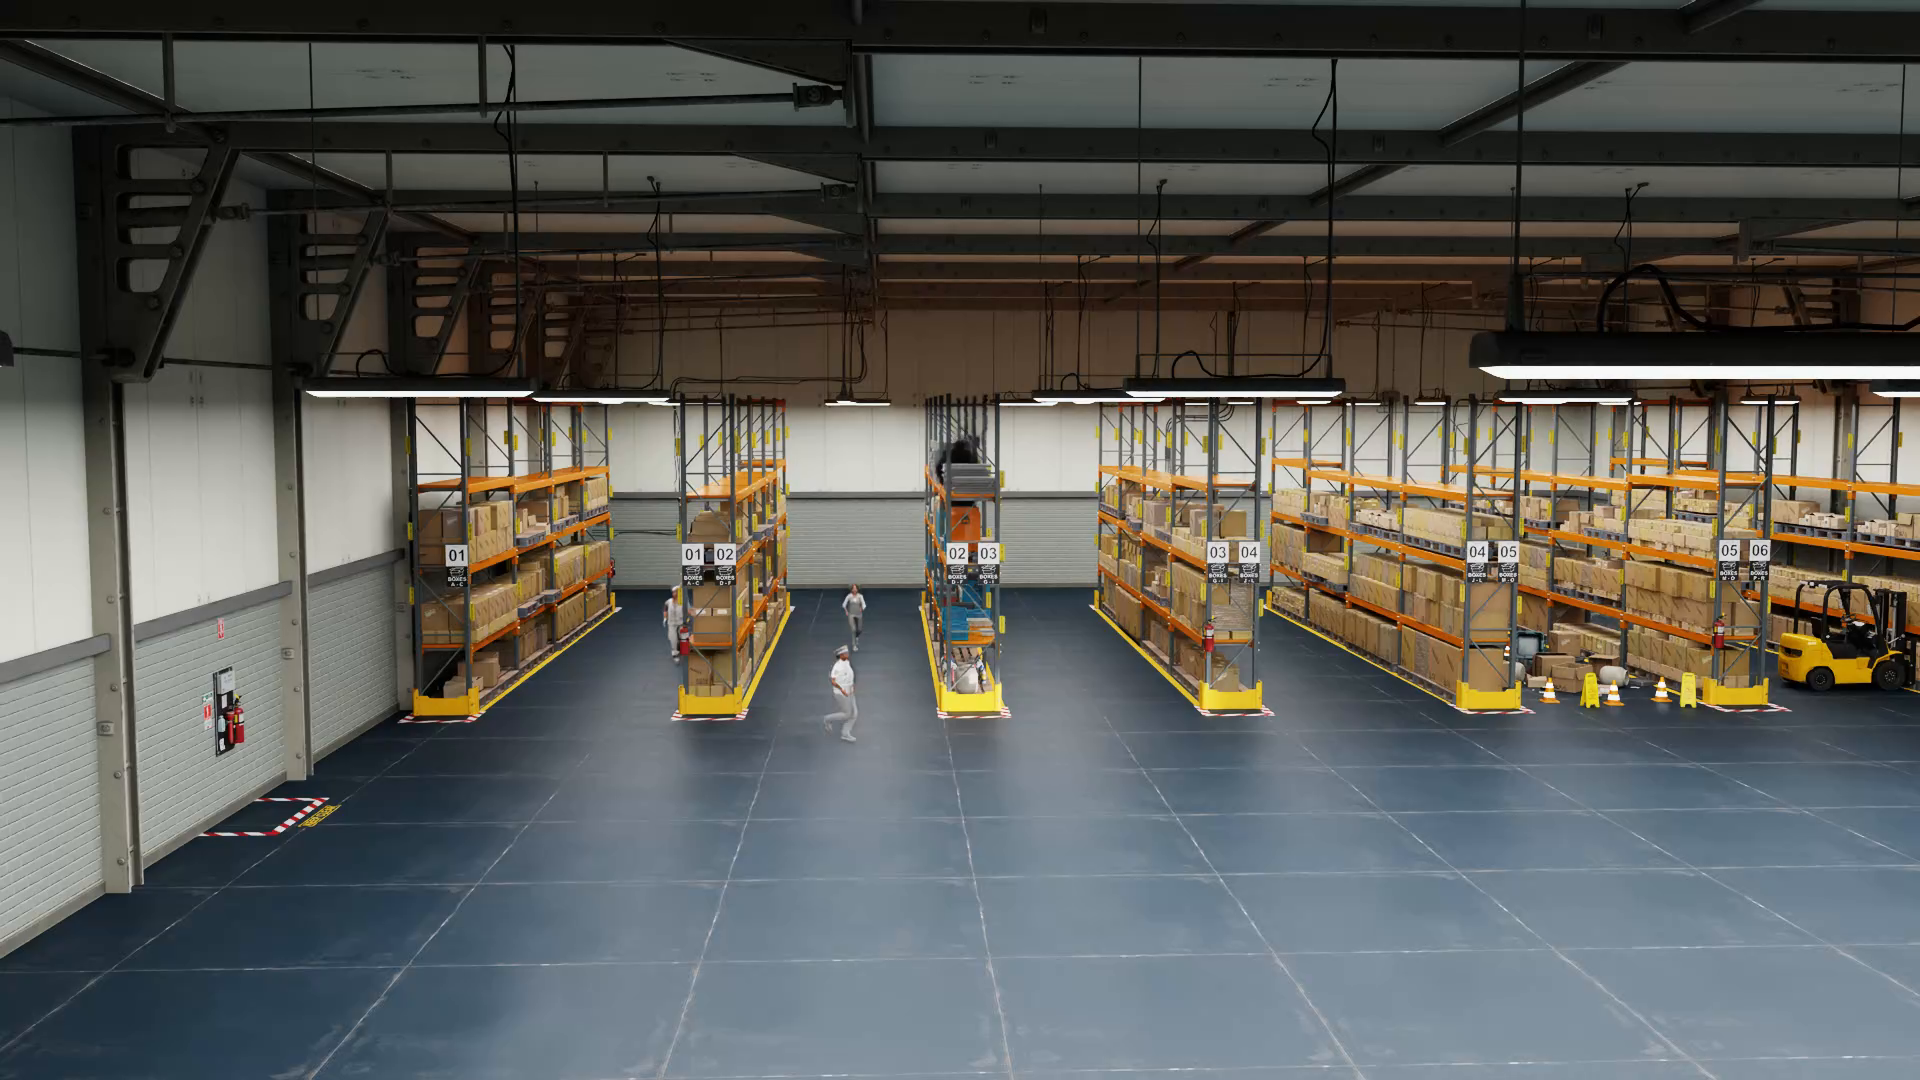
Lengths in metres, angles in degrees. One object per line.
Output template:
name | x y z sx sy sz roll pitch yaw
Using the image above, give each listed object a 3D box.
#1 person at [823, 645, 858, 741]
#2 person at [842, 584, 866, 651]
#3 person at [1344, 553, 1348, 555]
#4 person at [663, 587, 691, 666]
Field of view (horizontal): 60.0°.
person | -2.061 2.635 28.746 0.591 1.667 0.578 2 5 19
person | -2.515 1.820 39.547 0.543 1.556 0.705 -1 5 -11
person | 10.941 1.090 47.299 0.684 1.807 0.802 -1 5 -15
person | -6.326 1.910 37.163 0.657 1.755 0.760 0 5 -2
